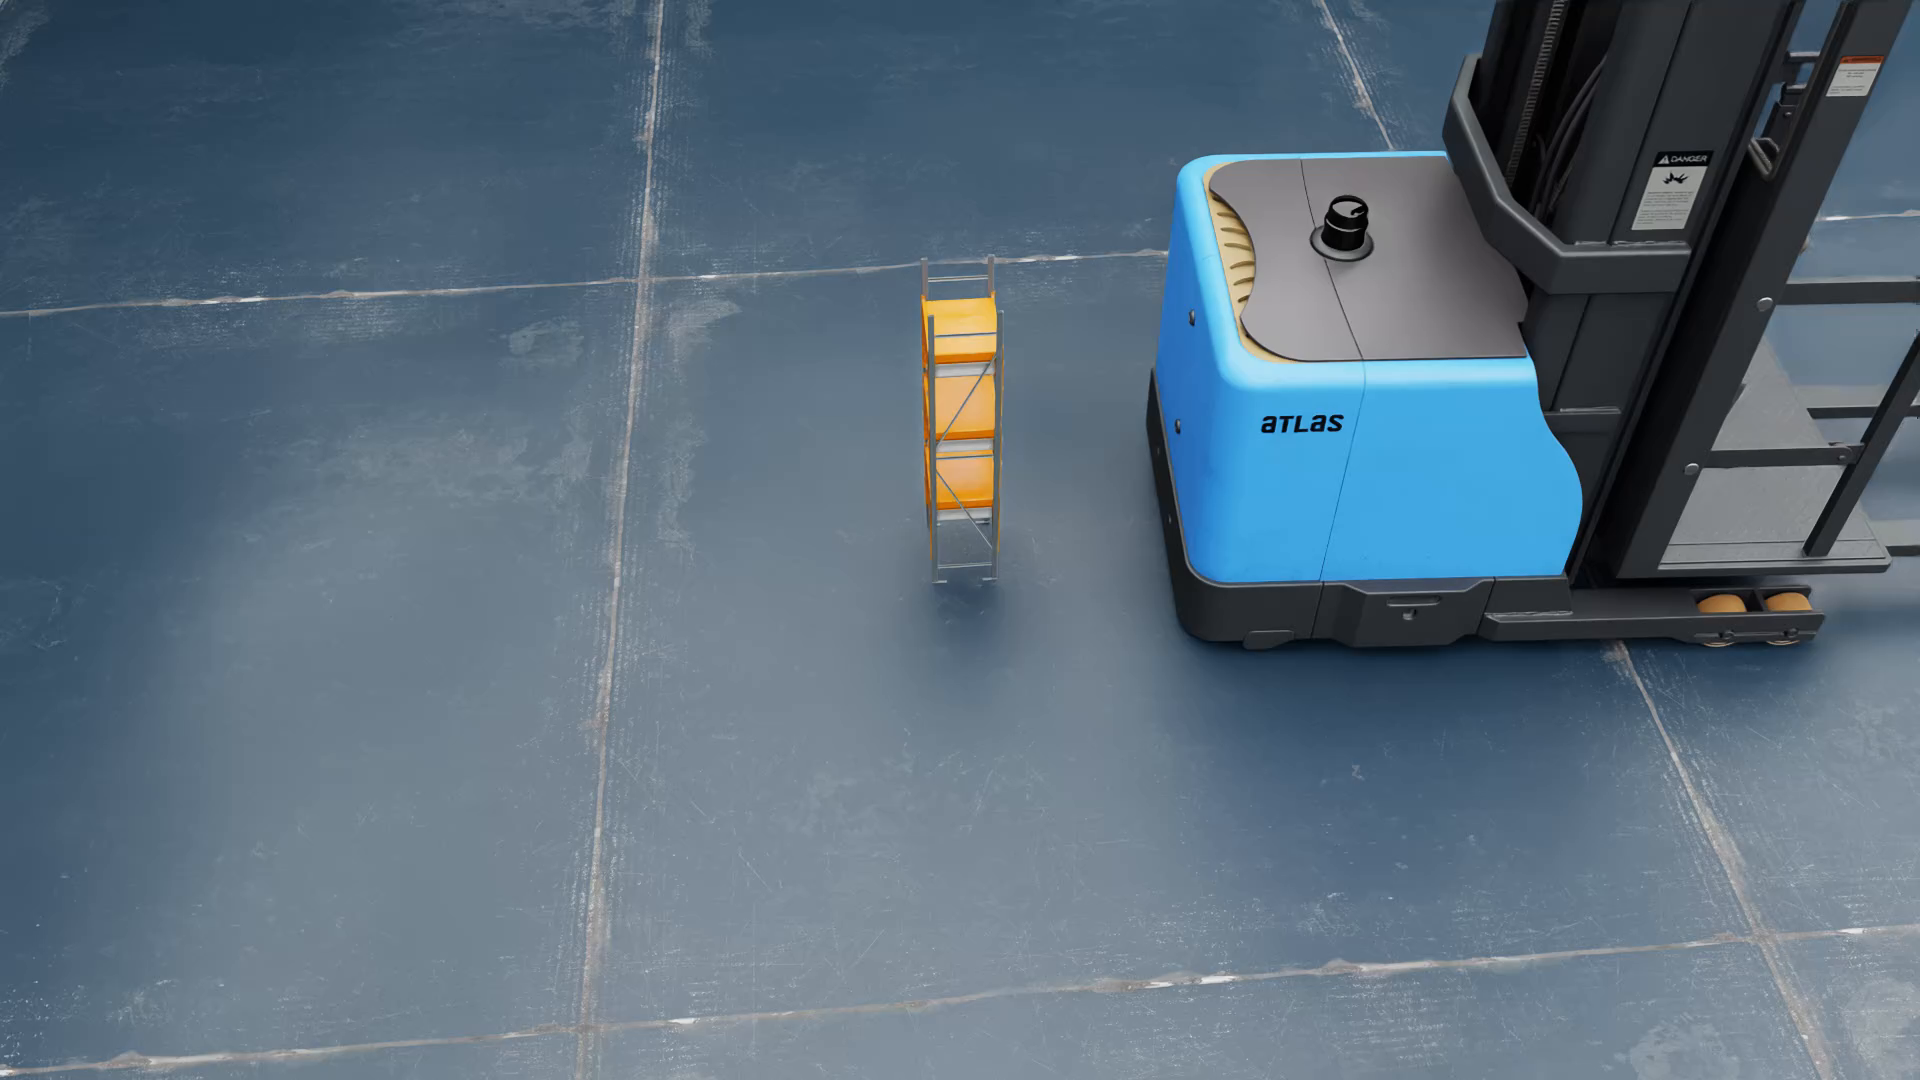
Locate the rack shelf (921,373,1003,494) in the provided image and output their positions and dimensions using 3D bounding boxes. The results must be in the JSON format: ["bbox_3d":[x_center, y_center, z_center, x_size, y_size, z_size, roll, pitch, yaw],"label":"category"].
[{"bbox_3d":[0.004,-0.315,4.840,0.215,0.259,0.240,-3,47,-3],"label":"rack shelf"}]

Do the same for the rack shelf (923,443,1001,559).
[{"bbox_3d":[0.004,-0.124,5.042,0.215,0.259,0.240,-3,47,-3],"label":"rack shelf"}]

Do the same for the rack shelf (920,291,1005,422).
[{"bbox_3d":[0.004,-0.510,4.634,0.215,0.259,0.240,-3,47,-3],"label":"rack shelf"}]

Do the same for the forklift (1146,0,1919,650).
[{"bbox_3d":[2.145,-1.076,4.251,3.031,2.935,1.130,-1,47,-1],"label":"forklift"}]

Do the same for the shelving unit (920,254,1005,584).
[{"bbox_3d":[0.004,-0.322,4.832,0.215,1.050,0.252,-3,47,-3],"label":"shelving unit"}]

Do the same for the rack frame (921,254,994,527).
[{"bbox_3d":[-0.006,-0.411,4.916,0.200,1.050,0.008,-3,47,-3],"label":"rack frame"}]

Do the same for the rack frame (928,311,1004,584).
[{"bbox_3d":[0.015,-0.234,4.749,0.200,1.050,0.008,-3,47,-3],"label":"rack frame"}]
